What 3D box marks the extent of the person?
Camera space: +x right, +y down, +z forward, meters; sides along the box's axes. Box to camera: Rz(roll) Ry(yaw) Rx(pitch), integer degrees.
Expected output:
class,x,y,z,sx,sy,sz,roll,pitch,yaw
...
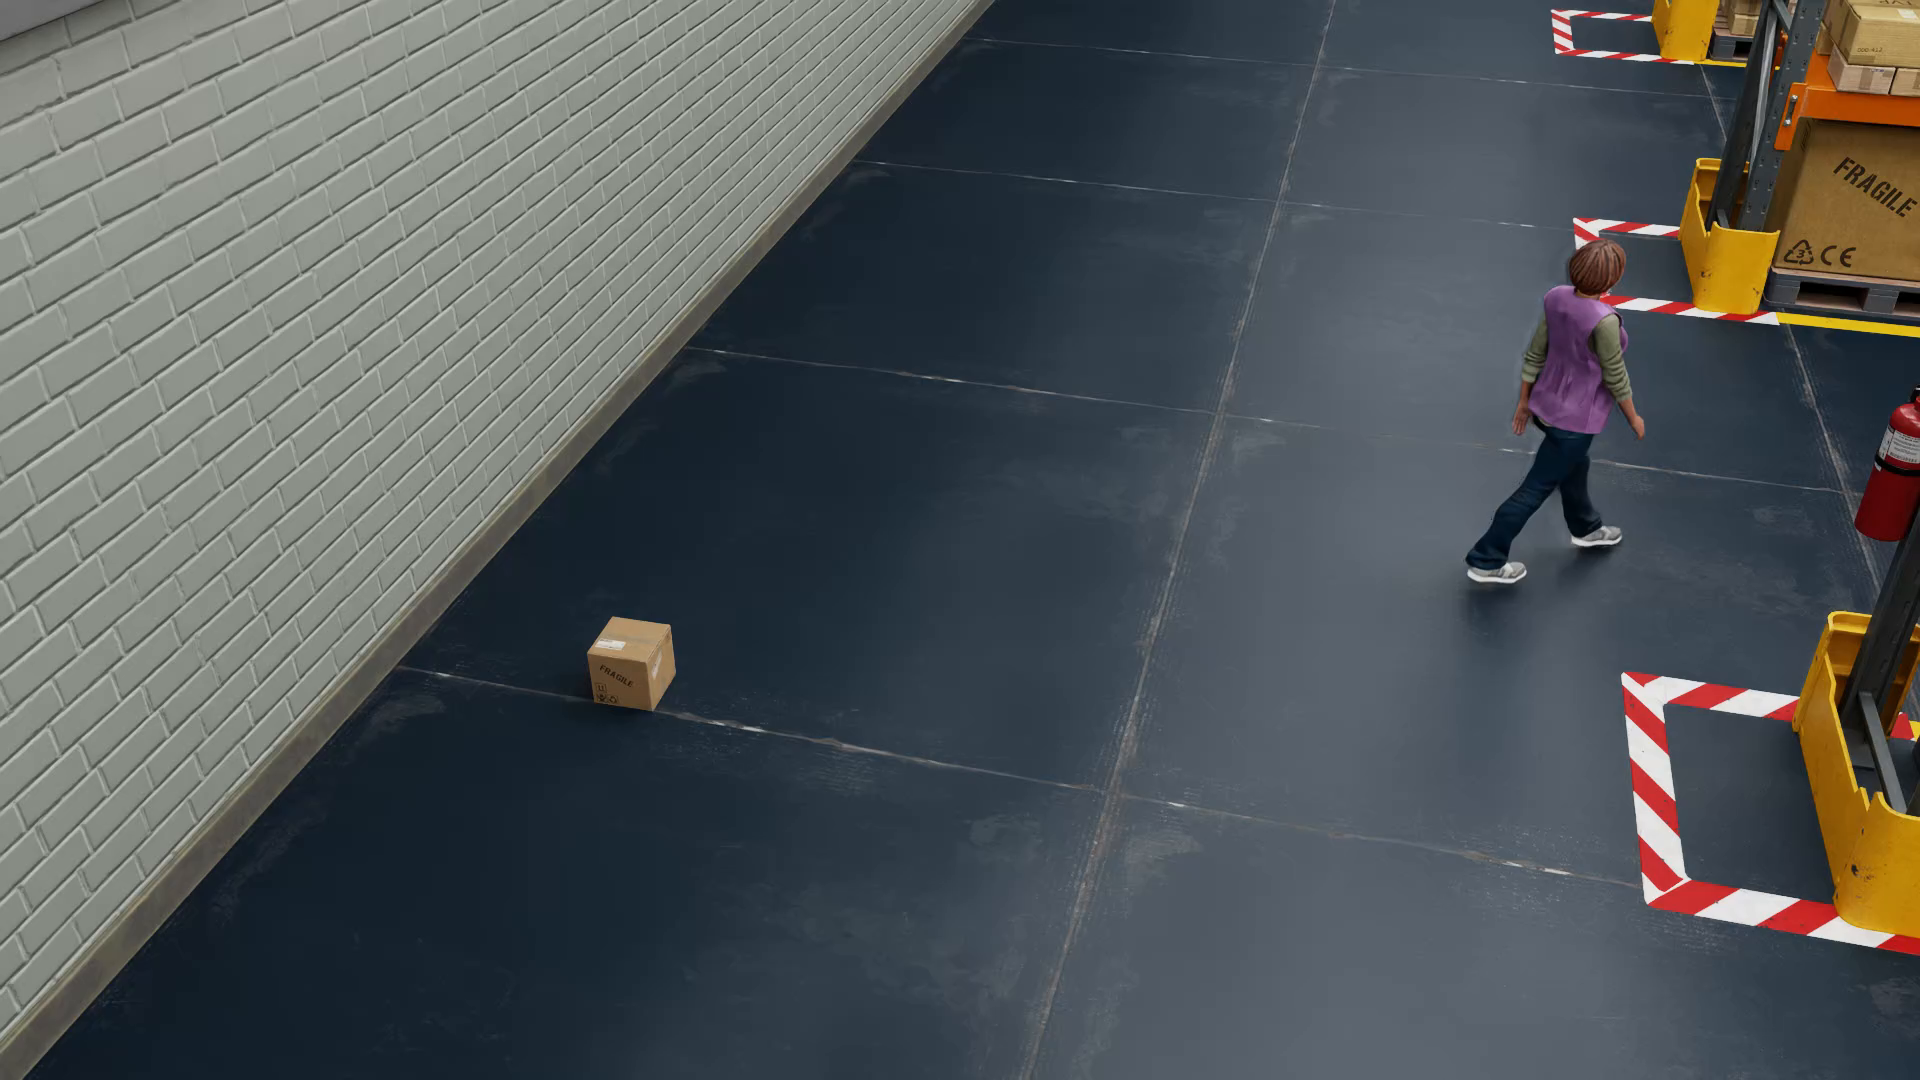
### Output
class,x,y,z,sx,sy,sz,roll,pitch,yaw
person,2.612,-0.533,6.935,0.862,1.557,0.413,-8,34,-12
